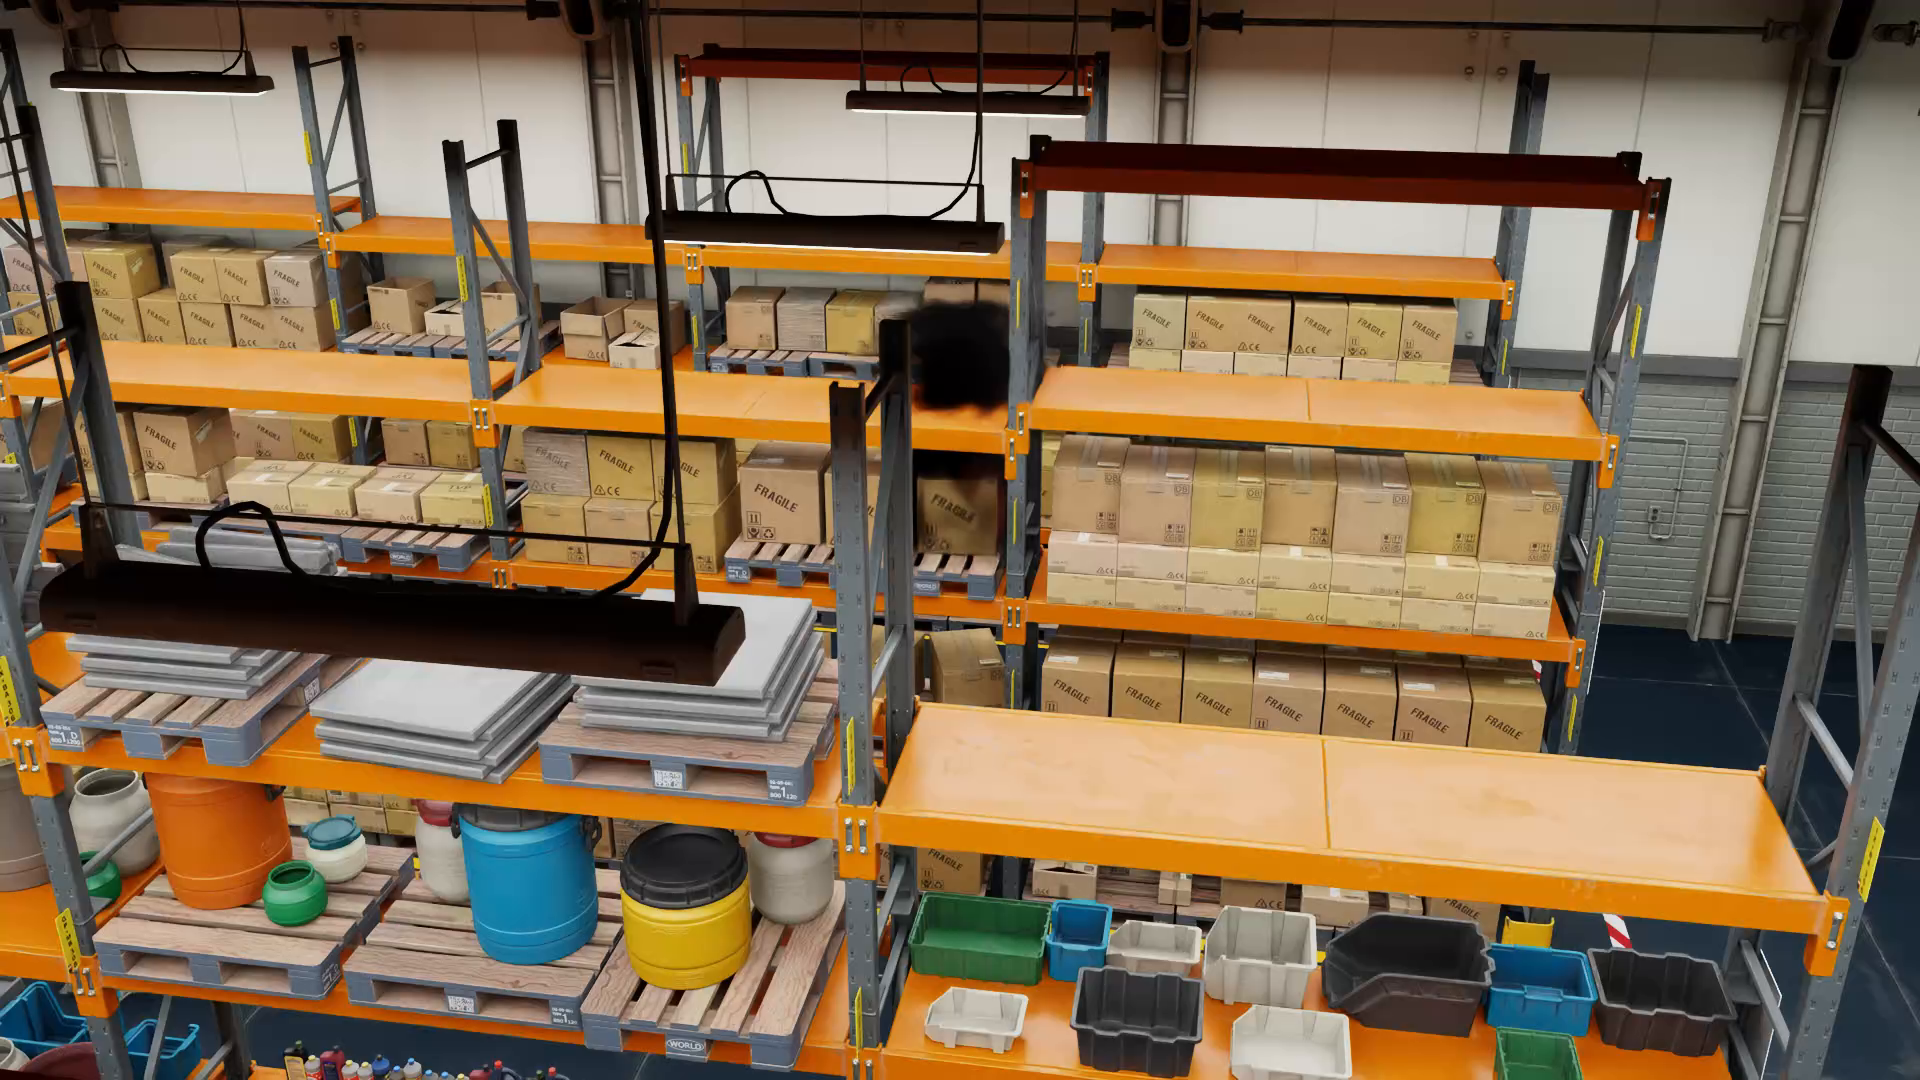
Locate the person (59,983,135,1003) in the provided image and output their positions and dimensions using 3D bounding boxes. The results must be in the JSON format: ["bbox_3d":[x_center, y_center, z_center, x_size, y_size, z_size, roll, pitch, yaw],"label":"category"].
[{"bbox_3d":[-6.587,2.688,12.100,0.802,1.633,0.621,-15,27,-31],"label":"person"}]
